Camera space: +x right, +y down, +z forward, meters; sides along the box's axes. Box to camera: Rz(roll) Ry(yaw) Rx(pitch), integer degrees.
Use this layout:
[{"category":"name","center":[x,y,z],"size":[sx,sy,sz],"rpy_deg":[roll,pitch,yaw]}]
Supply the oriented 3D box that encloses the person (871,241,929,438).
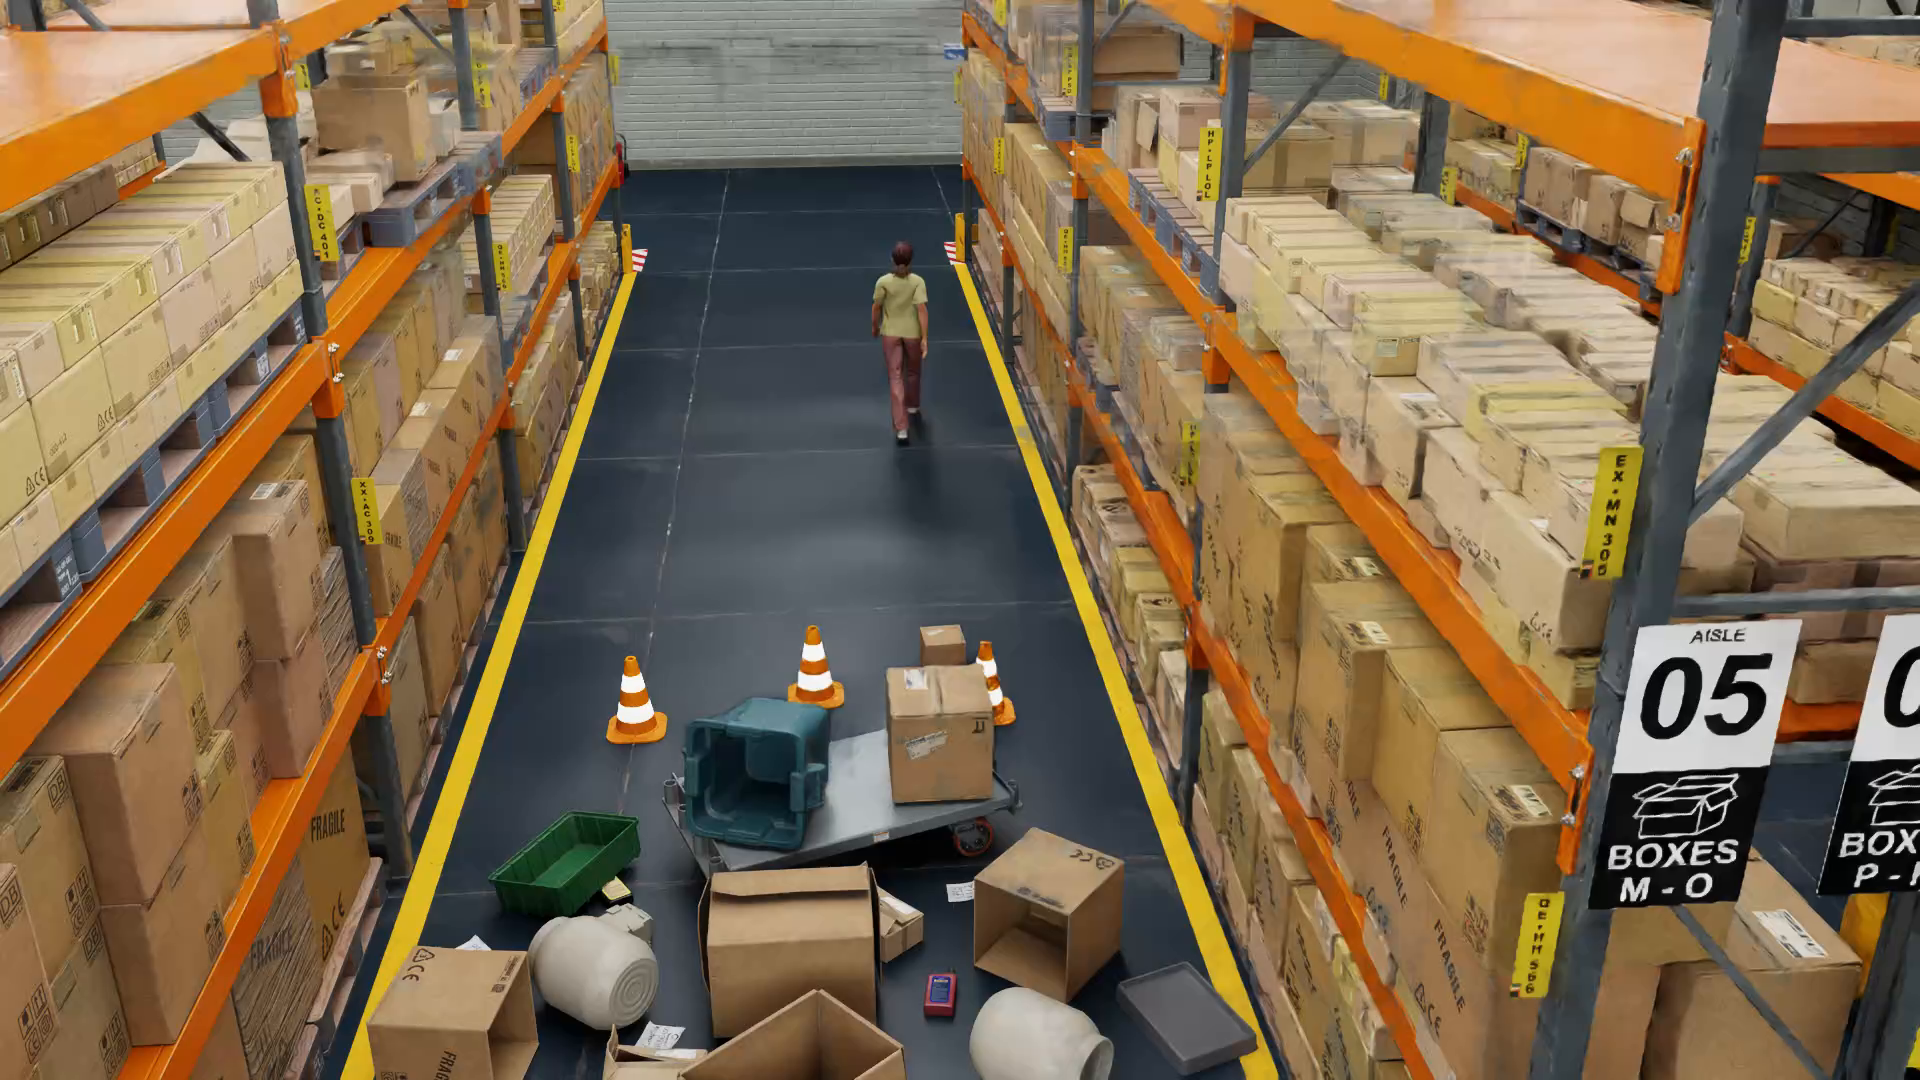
[{"category":"person","center":[-0.513,-1.754,14.049],"size":[0.468,1.614,0.987],"rpy_deg":[-2,24,-5]}]
